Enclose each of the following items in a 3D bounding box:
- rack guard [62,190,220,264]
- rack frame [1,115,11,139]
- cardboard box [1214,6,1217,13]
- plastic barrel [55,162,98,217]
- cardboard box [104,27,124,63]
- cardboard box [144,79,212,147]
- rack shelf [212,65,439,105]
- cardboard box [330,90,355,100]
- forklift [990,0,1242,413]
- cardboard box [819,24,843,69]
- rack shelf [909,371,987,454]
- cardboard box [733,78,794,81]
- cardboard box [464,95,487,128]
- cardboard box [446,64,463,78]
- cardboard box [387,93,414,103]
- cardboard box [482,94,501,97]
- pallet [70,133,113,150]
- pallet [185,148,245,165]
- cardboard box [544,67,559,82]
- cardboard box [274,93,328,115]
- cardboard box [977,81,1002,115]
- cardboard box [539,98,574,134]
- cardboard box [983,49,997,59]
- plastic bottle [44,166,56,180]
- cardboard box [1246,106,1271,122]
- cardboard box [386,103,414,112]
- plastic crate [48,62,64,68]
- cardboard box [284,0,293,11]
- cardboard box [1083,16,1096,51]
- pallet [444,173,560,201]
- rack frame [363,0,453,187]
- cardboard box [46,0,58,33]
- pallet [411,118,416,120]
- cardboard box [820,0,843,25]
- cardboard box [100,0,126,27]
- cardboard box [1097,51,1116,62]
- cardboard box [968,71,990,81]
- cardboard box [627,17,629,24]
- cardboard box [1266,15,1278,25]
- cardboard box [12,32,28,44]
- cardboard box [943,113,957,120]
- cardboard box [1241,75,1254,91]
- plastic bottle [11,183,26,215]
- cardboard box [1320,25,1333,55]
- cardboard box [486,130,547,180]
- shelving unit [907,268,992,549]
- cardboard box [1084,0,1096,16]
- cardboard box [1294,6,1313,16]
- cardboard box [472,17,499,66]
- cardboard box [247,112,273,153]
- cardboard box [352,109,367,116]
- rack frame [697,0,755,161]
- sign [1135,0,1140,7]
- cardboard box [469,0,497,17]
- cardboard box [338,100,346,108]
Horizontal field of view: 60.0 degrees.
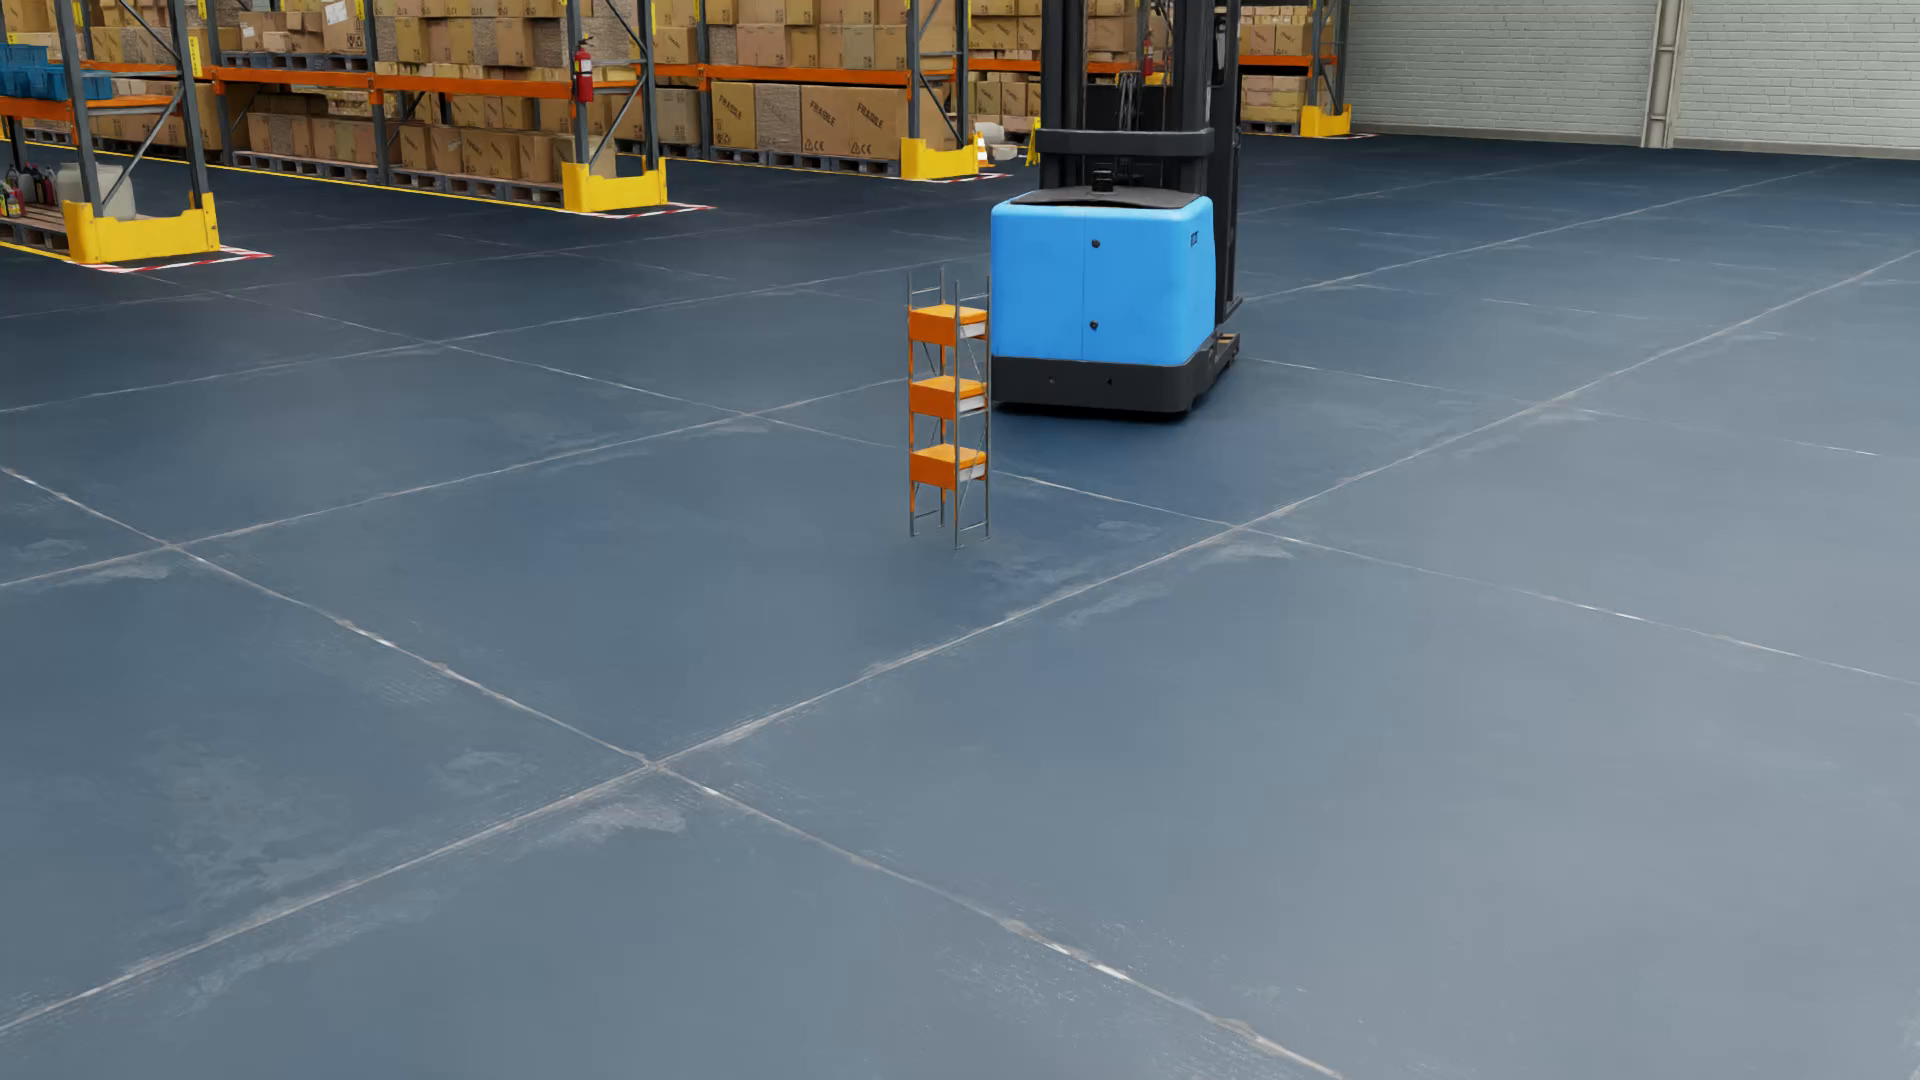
[{"bbox_3d":[-7.017,-2.697,14.284,0.348,0.500,1.175,15,23,39],"label":"rack guard"},{"bbox_3d":[-15.608,-8.217,27.545,0.127,3.000,1.000,15,23,39],"label":"rack frame"},{"bbox_3d":[4.493,-9.254,29.084,0.250,0.149,0.380,15,23,39],"label":"cardboard box"},{"bbox_3d":[-7.846,-3.114,14.883,0.421,0.512,0.421,0,18,0],"label":"plastic barrel"},{"bbox_3d":[-12.061,-7.212,24.213,0.500,0.500,0.500,15,23,39],"label":"cardboard box"},{"bbox_3d":[-10.788,-6.122,23.763,0.875,0.875,1.225,15,23,39],"label":"cardboard box"},{"bbox_3d":[-8.129,-5.867,21.327,4.000,0.370,1.077,15,23,39],"label":"rack shelf"},{"bbox_3d":[-11.076,-8.002,29.903,0.250,0.149,0.380,15,23,40],"label":"cardboard box"},{"bbox_3d":[1.059,-2.447,9.478,1.130,2.935,3.031,5,18,16],"label":"forklift"},{"bbox_3d":[-1.342,-6.489,21.851,0.550,0.550,0.875,15,23,39],"label":"cardboard box"},{"bbox_3d":[-0.040,-0.501,6.490,0.240,0.259,0.215,15,23,39],"label":"rack shelf"},{"bbox_3d":[-3.508,-8.198,30.303,0.875,0.875,0.875,15,23,39],"label":"cardboard box"},{"bbox_3d":[-7.714,-7.002,27.155,0.500,0.500,0.500,14,22,37],"label":"cardboard box"},{"bbox_3d":[-5.541,-5.279,18.701,0.250,0.149,0.380,15,23,39],"label":"cardboard box"},{"bbox_3d":[-9.687,-7.653,28.804,0.250,0.149,0.380,16,24,41],"label":"cardboard box"},{"bbox_3d":[-7.327,-7.256,26.715,0.500,0.250,0.500,15,23,40],"label":"cardboard box"},{"bbox_3d":[-13.133,-6.255,25.973,1.213,0.211,1.003,15,23,39],"label":"pallet"},{"bbox_3d":[-10.164,-5.457,23.458,1.213,0.211,1.003,15,23,39],"label":"pallet"},{"bbox_3d":[-4.178,-4.946,17.652,0.250,0.149,0.380,15,23,39],"label":"cardboard box"},{"bbox_3d":[-8.700,-5.755,21.951,0.500,0.250,0.500,-15,23,-40],"label":"cardboard box"},{"bbox_3d":[0.616,-7.013,26.361,0.500,0.500,0.500,16,24,41],"label":"cardboard box"},{"bbox_3d":[-5.861,-6.698,25.783,0.750,0.750,1.050,15,23,39],"label":"cardboard box"},{"bbox_3d":[0.572,-7.651,26.178,0.250,0.149,0.380,16,24,41],"label":"cardboard box"},{"bbox_3d":[-8.862,-3.467,16.229,0.185,0.351,0.144,15,23,39],"label":"plastic bottle"},{"bbox_3d":[5.302,-7.385,28.774,0.500,0.250,0.500,15,23,39],"label":"cardboard box"},{"bbox_3d":[-9.695,-7.490,28.782,0.250,0.149,0.380,16,23,40],"label":"cardboard box"},{"bbox_3d":[-8.912,-4.456,15.938,0.616,0.251,0.499,15,23,39],"label":"plastic crate"},{"bbox_3d":[-12.081,-9.835,30.333,0.500,0.500,0.500,15,23,39],"label":"cardboard box"},{"bbox_3d":[1.977,-7.584,24.894,0.500,0.500,0.500,15,23,39],"label":"cardboard box"},{"bbox_3d":[-5.190,-4.107,19.204,1.213,0.211,1.003,15,23,39],"label":"pallet"},{"bbox_3d":[-6.633,-5.808,19.953,0.127,3.000,1.000,15,23,39],"label":"rack frame"},{"bbox_3d":[-13.510,-7.975,25.299,0.500,0.500,0.500,15,23,40],"label":"cardboard box"},{"bbox_3d":[-9.774,-7.314,29.308,1.213,0.211,1.003,15,23,39],"label":"pallet"},{"bbox_3d":[-1.326,-7.009,21.704,0.550,0.550,0.875,15,23,39],"label":"cardboard box"},{"bbox_3d":[-12.133,-7.814,24.449,0.637,0.503,0.797,14,23,38],"label":"cardboard box"},{"bbox_3d":[2.252,-7.180,24.691,0.250,0.149,0.380,15,23,39],"label":"cardboard box"},{"bbox_3d":[0.261,-7.388,26.471,0.250,0.149,0.380,15,23,40],"label":"cardboard box"},{"bbox_3d":[-4.781,-7.838,24.533,0.500,0.500,0.700,15,23,39],"label":"cardboard box"},{"bbox_3d":[5.419,-8.844,28.283,0.250,0.149,0.380,16,23,40],"label":"cardboard box"},{"bbox_3d":[-14.662,-7.926,26.382,0.500,0.250,0.500,14,22,37],"label":"cardboard box"},{"bbox_3d":[-0.157,-6.337,25.748,0.500,0.500,0.500,-3,18,-8],"label":"cardboard box"},{"bbox_3d":[4.908,-7.959,28.929,0.500,0.250,0.500,15,23,40],"label":"cardboard box"},{"bbox_3d":[-8.693,-3.150,15.341,0.133,0.283,0.061,15,23,39],"label":"plastic bottle"},{"bbox_3d":[6.043,-8.581,28.525,0.500,0.500,0.500,16,24,41],"label":"cardboard box"},{"bbox_3d":[-5.022,-4.385,18.907,0.500,0.500,0.500,-16,23,-41],"label":"cardboard box"},{"bbox_3d":[-0.040,-0.511,6.487,0.252,1.050,0.215,15,23,39],"label":"shelving unit"},{"bbox_3d":[2.036,-8.069,24.769,0.500,0.500,0.700,15,23,40],"label":"cardboard box"},{"bbox_3d":[5.821,-8.893,27.946,0.250,0.149,0.380,15,23,39],"label":"cardboard box"},{"bbox_3d":[-4.833,-5.494,18.308,0.500,0.500,0.875,15,23,39],"label":"cardboard box"},{"bbox_3d":[-9.110,-5.499,22.386,0.500,0.500,0.700,14,22,36],"label":"cardboard box"},{"bbox_3d":[-10.542,-7.567,29.514,0.250,0.149,0.380,15,23,39],"label":"cardboard box"},{"bbox_3d":[-3.265,-6.910,23.425,0.127,3.000,1.000,15,23,39],"label":"rack frame"},{"bbox_3d":[2.554,-7.828,23.881,0.005,0.325,0.100,15,23,39],"label":"sign"},{"bbox_3d":[-4.966,-5.925,18.013,0.500,0.500,0.500,15,23,39],"label":"cardboard box"},{"bbox_3d":[-10.998,-7.889,30.038,0.250,0.149,0.380,17,24,42],"label":"cardboard box"}]
